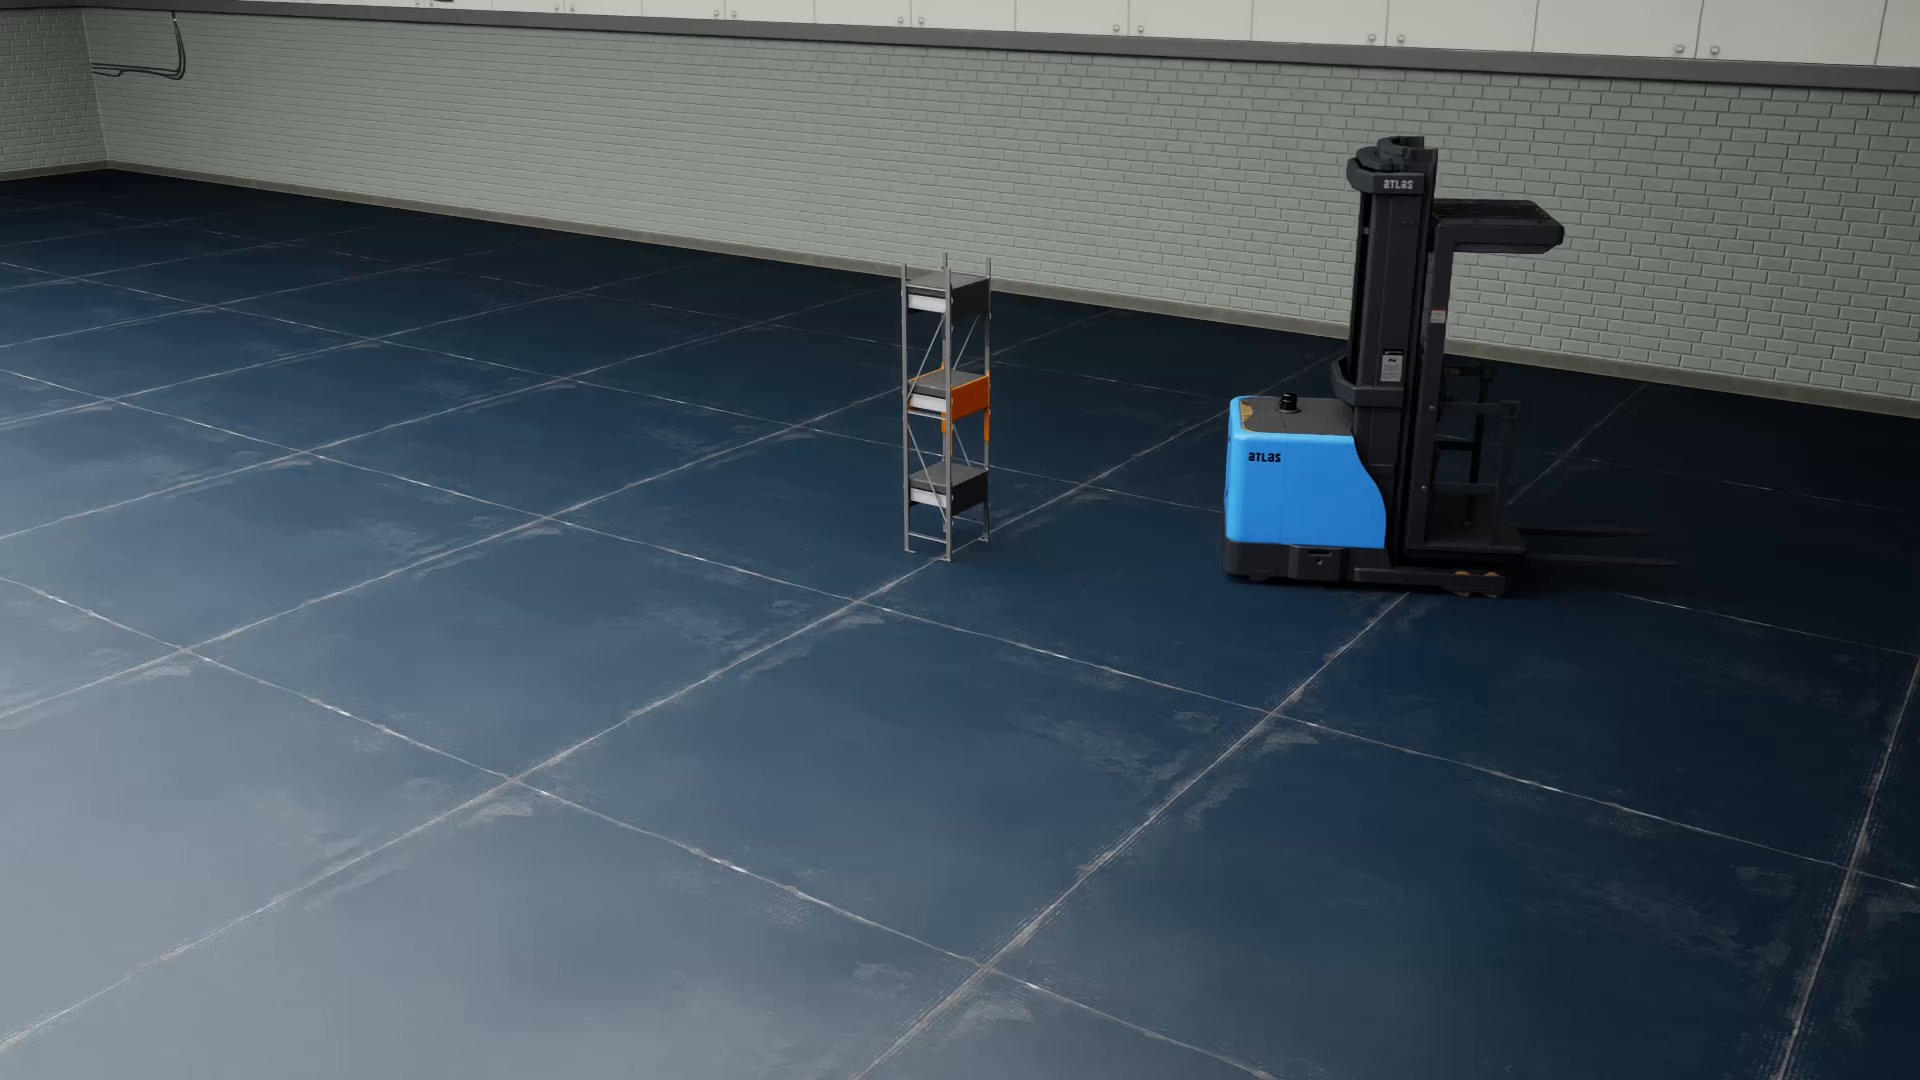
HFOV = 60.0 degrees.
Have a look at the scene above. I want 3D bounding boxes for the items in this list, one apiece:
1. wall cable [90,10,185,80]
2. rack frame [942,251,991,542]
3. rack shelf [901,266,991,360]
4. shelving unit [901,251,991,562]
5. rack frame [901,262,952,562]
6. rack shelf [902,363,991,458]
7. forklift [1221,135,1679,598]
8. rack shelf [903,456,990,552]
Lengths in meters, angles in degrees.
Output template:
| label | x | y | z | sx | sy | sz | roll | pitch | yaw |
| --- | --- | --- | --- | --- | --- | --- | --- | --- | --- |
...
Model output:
| label | x | y | z | sx | sy | sz | roll | pitch | yaw |
| --- | --- | --- | --- | --- | --- | --- | --- | --- | --- |
| wall cable | -14.678 | -9.403 | 29.190 | 3.097 | 2.526 | 0.112 | 13 | 24 | 32 |
| rack frame | 0.044 | -1.007 | 11.962 | 0.400 | 2.100 | 0.015 | 13 | 24 | 32 |
| rack shelf | -0.093 | -1.581 | 11.534 | 0.431 | 0.518 | 0.480 | 13 | 24 | 32 |
| shelving unit | -0.093 | -0.937 | 11.772 | 0.431 | 2.100 | 0.503 | 13 | 24 | 32 |
| rack frame | -0.230 | -0.867 | 11.583 | 0.400 | 2.100 | 0.015 | 13 | 24 | 32 |
| rack shelf | -0.093 | -0.925 | 11.777 | 0.431 | 0.518 | 0.480 | 13 | 24 | 32 |
| forklift | 3.377 | -1.183 | 11.239 | 3.031 | 2.935 | 1.130 | 3 | 20 | 7 |
| rack shelf | -0.093 | -0.268 | 12.020 | 0.431 | 0.518 | 0.480 | 13 | 24 | 32 |
